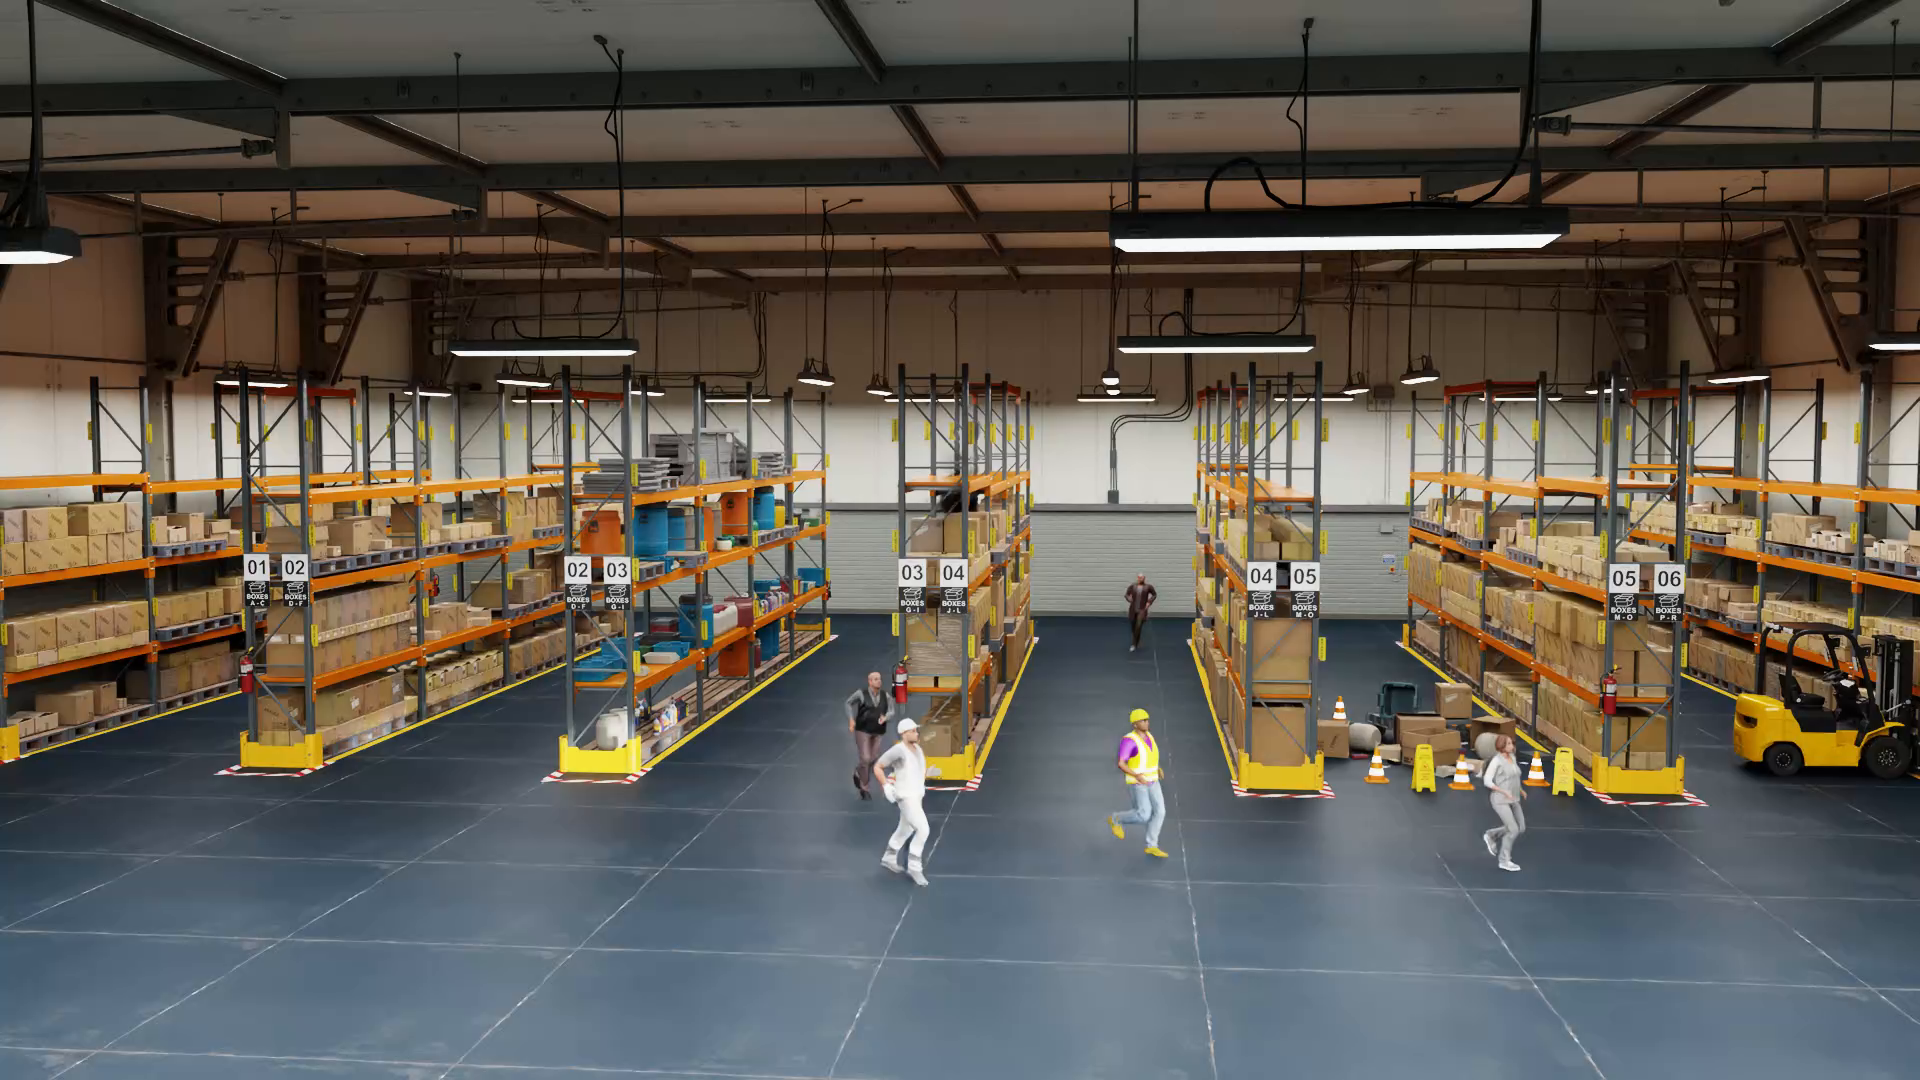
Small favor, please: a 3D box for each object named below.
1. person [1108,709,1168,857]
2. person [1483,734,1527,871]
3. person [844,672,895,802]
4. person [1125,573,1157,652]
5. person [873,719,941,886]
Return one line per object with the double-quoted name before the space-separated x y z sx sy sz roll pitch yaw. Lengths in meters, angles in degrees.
"person" 2.156 2.877 19.854 0.793 1.732 0.711 3 5 43
"person" 6.231 2.999 19.112 0.534 1.546 0.565 -3 5 -36
"person" -1.236 2.698 23.006 0.680 1.760 0.850 -2 4 -25
"person" 4.164 1.652 38.464 0.718 1.792 0.966 1 4 21
"person" -0.571 2.915 18.572 0.774 1.846 0.643 2 4 25
